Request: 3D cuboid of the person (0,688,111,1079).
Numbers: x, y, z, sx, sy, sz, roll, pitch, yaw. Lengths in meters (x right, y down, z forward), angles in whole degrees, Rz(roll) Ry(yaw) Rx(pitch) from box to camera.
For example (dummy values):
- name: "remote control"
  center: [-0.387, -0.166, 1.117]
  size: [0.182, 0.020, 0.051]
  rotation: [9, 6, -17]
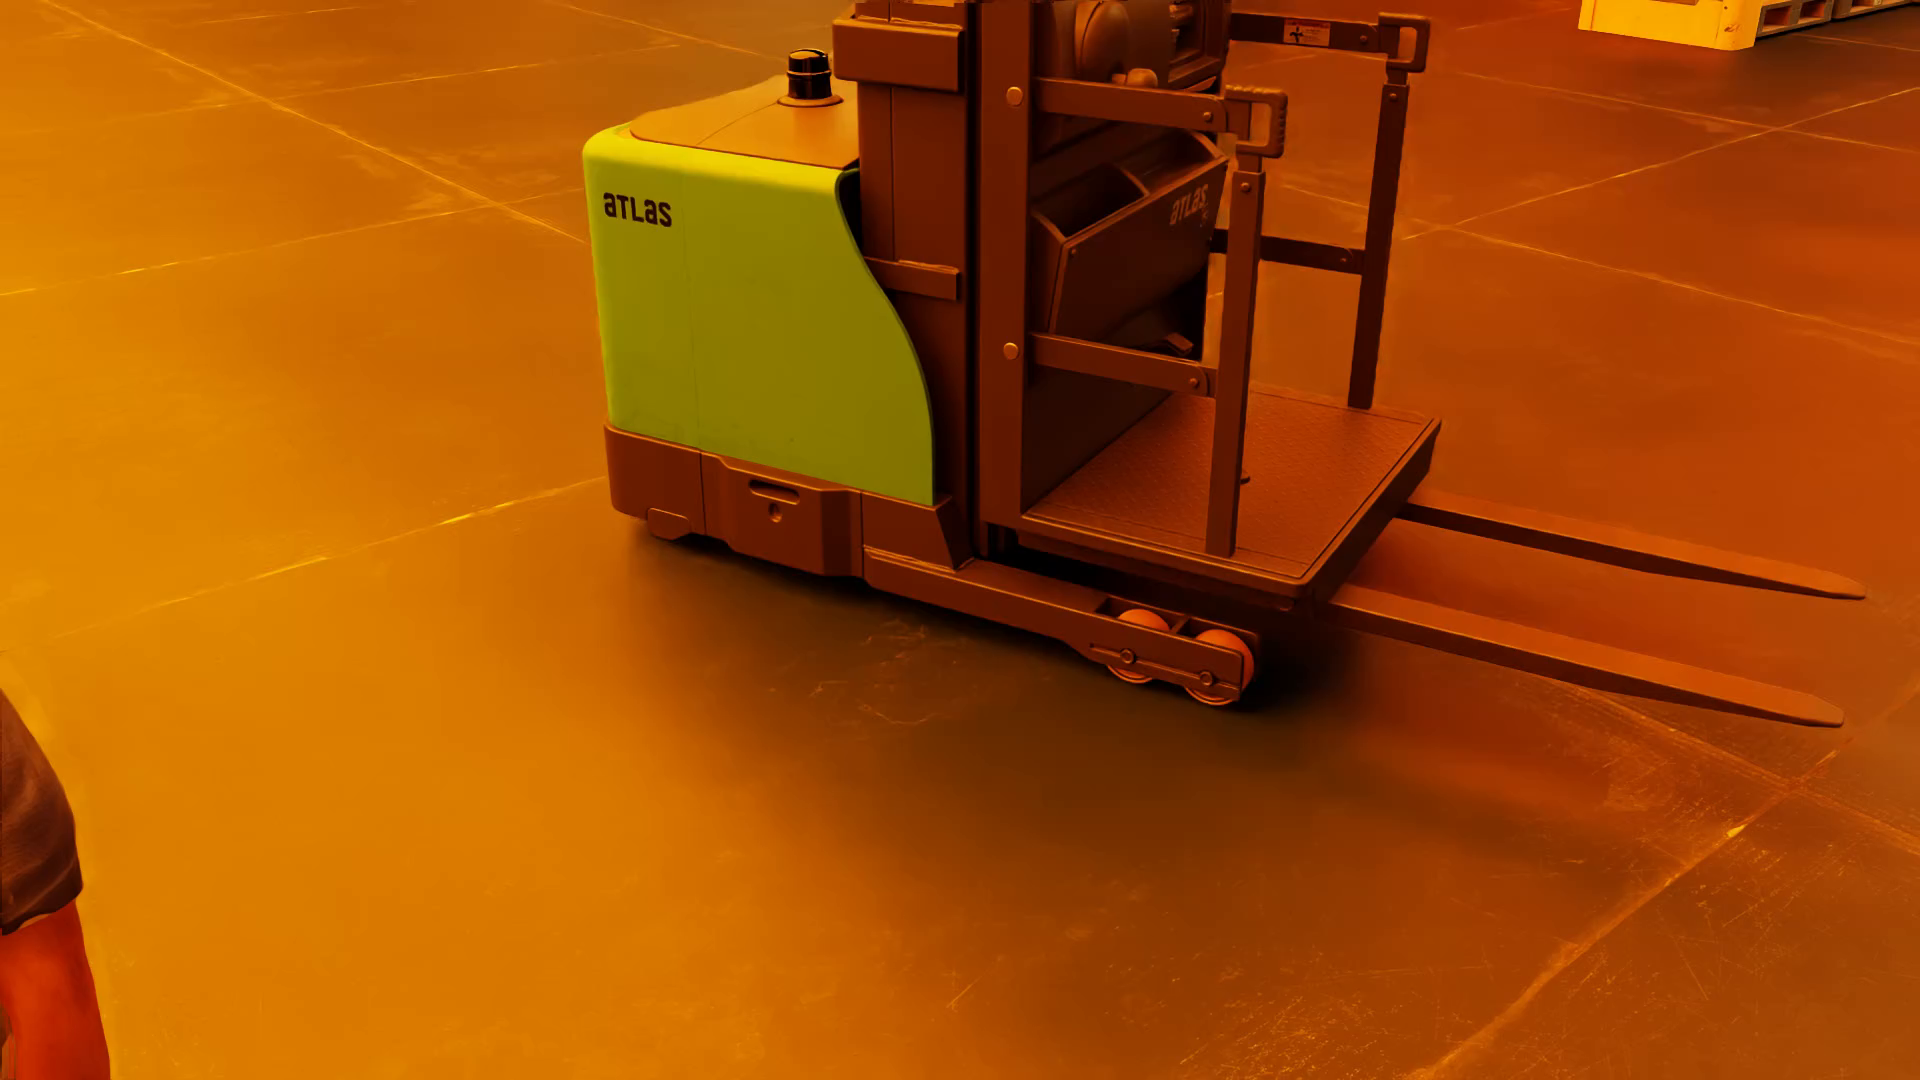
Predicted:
- name: "person"
  center: [-0.996, 0.592, 1.469]
  size: [0.595, 1.639, 0.430]
  rotation: [8, 27, 16]

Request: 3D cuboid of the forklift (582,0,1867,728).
- name: "forklift"
  center: [0.582, -1.210, 3.643]
  size: [3.031, 2.935, 1.130]
  rotation: [14, 30, 26]
